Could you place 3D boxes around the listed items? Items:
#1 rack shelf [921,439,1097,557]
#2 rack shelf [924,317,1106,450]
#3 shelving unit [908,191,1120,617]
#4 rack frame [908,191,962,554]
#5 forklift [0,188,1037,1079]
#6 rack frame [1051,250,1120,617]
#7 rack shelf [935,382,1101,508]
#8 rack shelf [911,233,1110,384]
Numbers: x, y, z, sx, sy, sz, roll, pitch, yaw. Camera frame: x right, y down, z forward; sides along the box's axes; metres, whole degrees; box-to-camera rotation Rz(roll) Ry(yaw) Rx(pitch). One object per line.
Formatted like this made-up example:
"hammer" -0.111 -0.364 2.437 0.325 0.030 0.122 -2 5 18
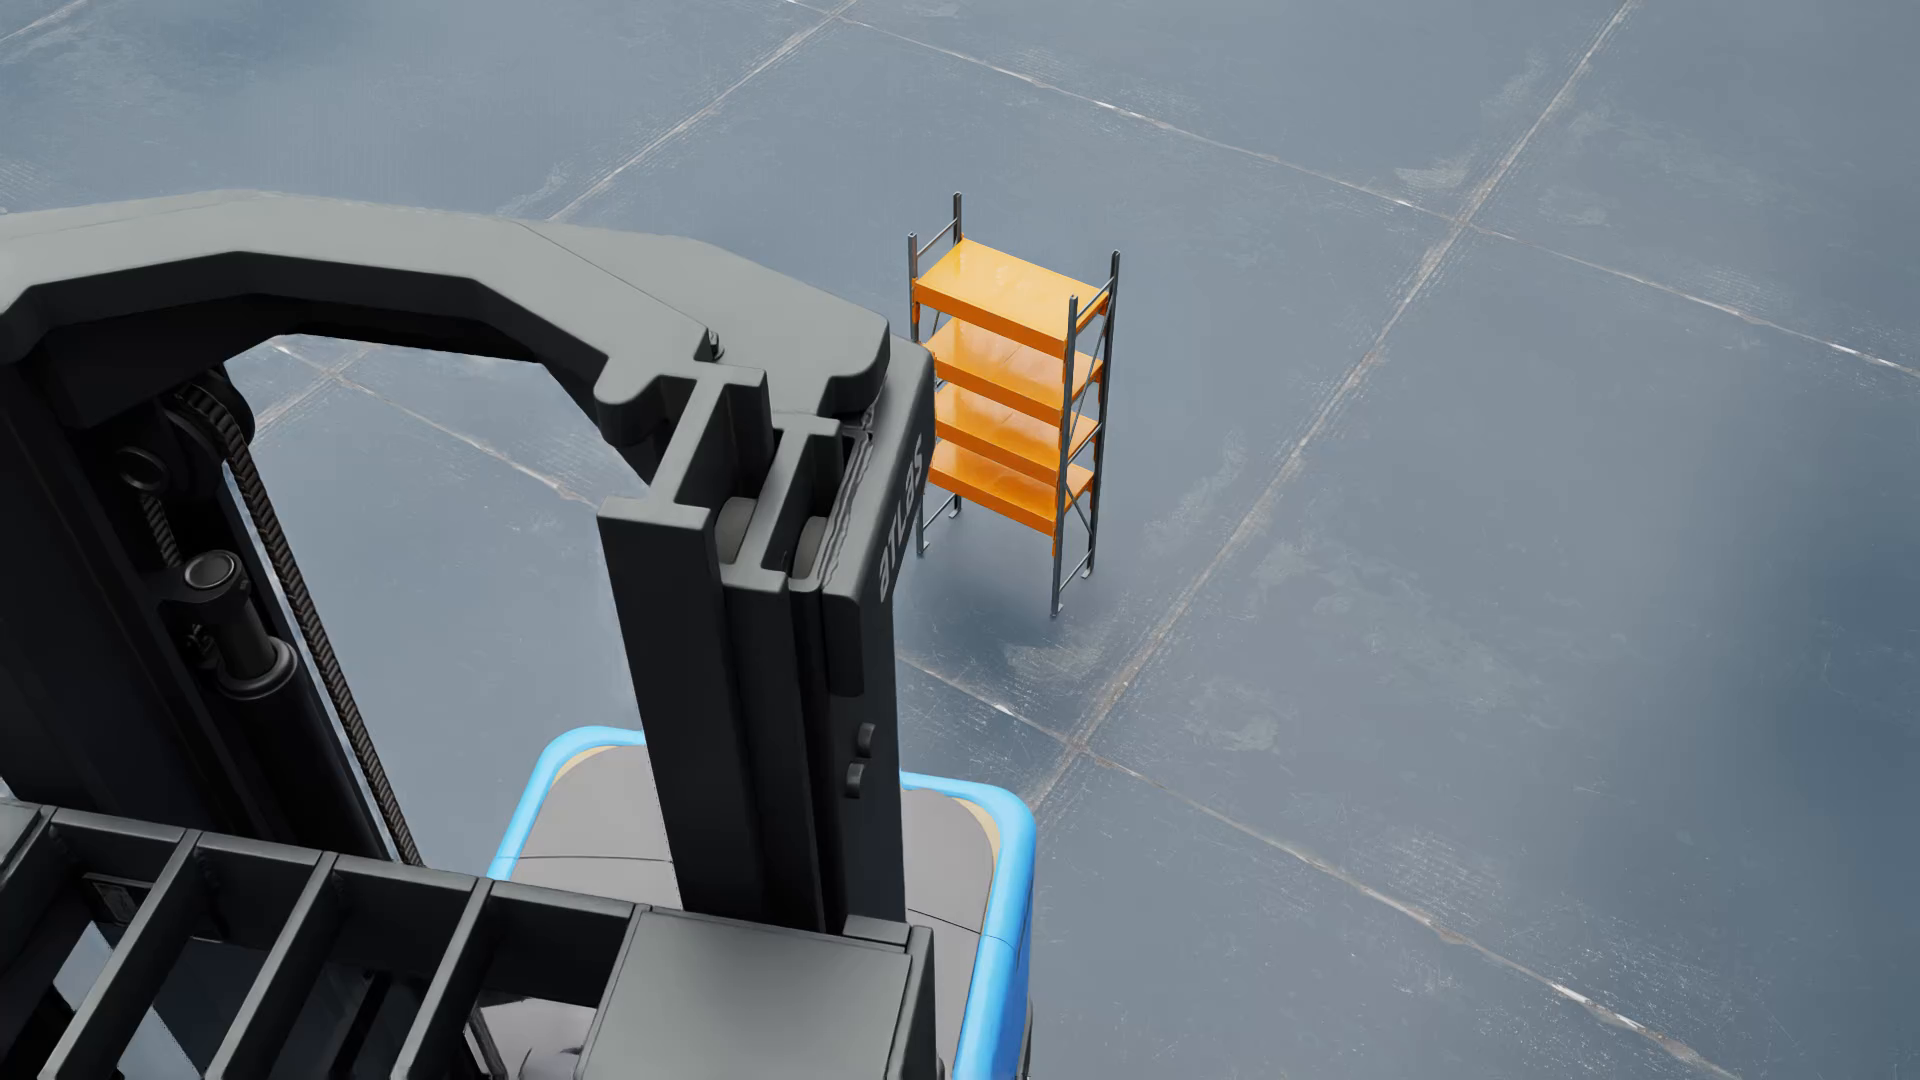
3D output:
"rack shelf" 0.139 -0.169 4.948 0.480 0.148 0.258 25 51 22
"rack shelf" 0.139 -0.463 4.645 0.480 0.148 0.258 25 51 22
"shelving unit" 0.139 -0.354 4.757 0.503 1.200 0.258 25 51 22
"rack frame" -0.066 -0.449 4.849 0.015 1.200 0.240 25 51 22
"forklift" -0.610 1.199 2.041 1.130 2.935 3.031 8 46 7
"rack frame" 0.345 -0.260 4.666 0.015 1.200 0.240 25 51 22
"rack shelf" 0.139 -0.307 4.806 0.480 0.148 0.258 25 51 22
"rack shelf" 0.139 -0.628 4.476 0.480 0.148 0.258 25 51 22
